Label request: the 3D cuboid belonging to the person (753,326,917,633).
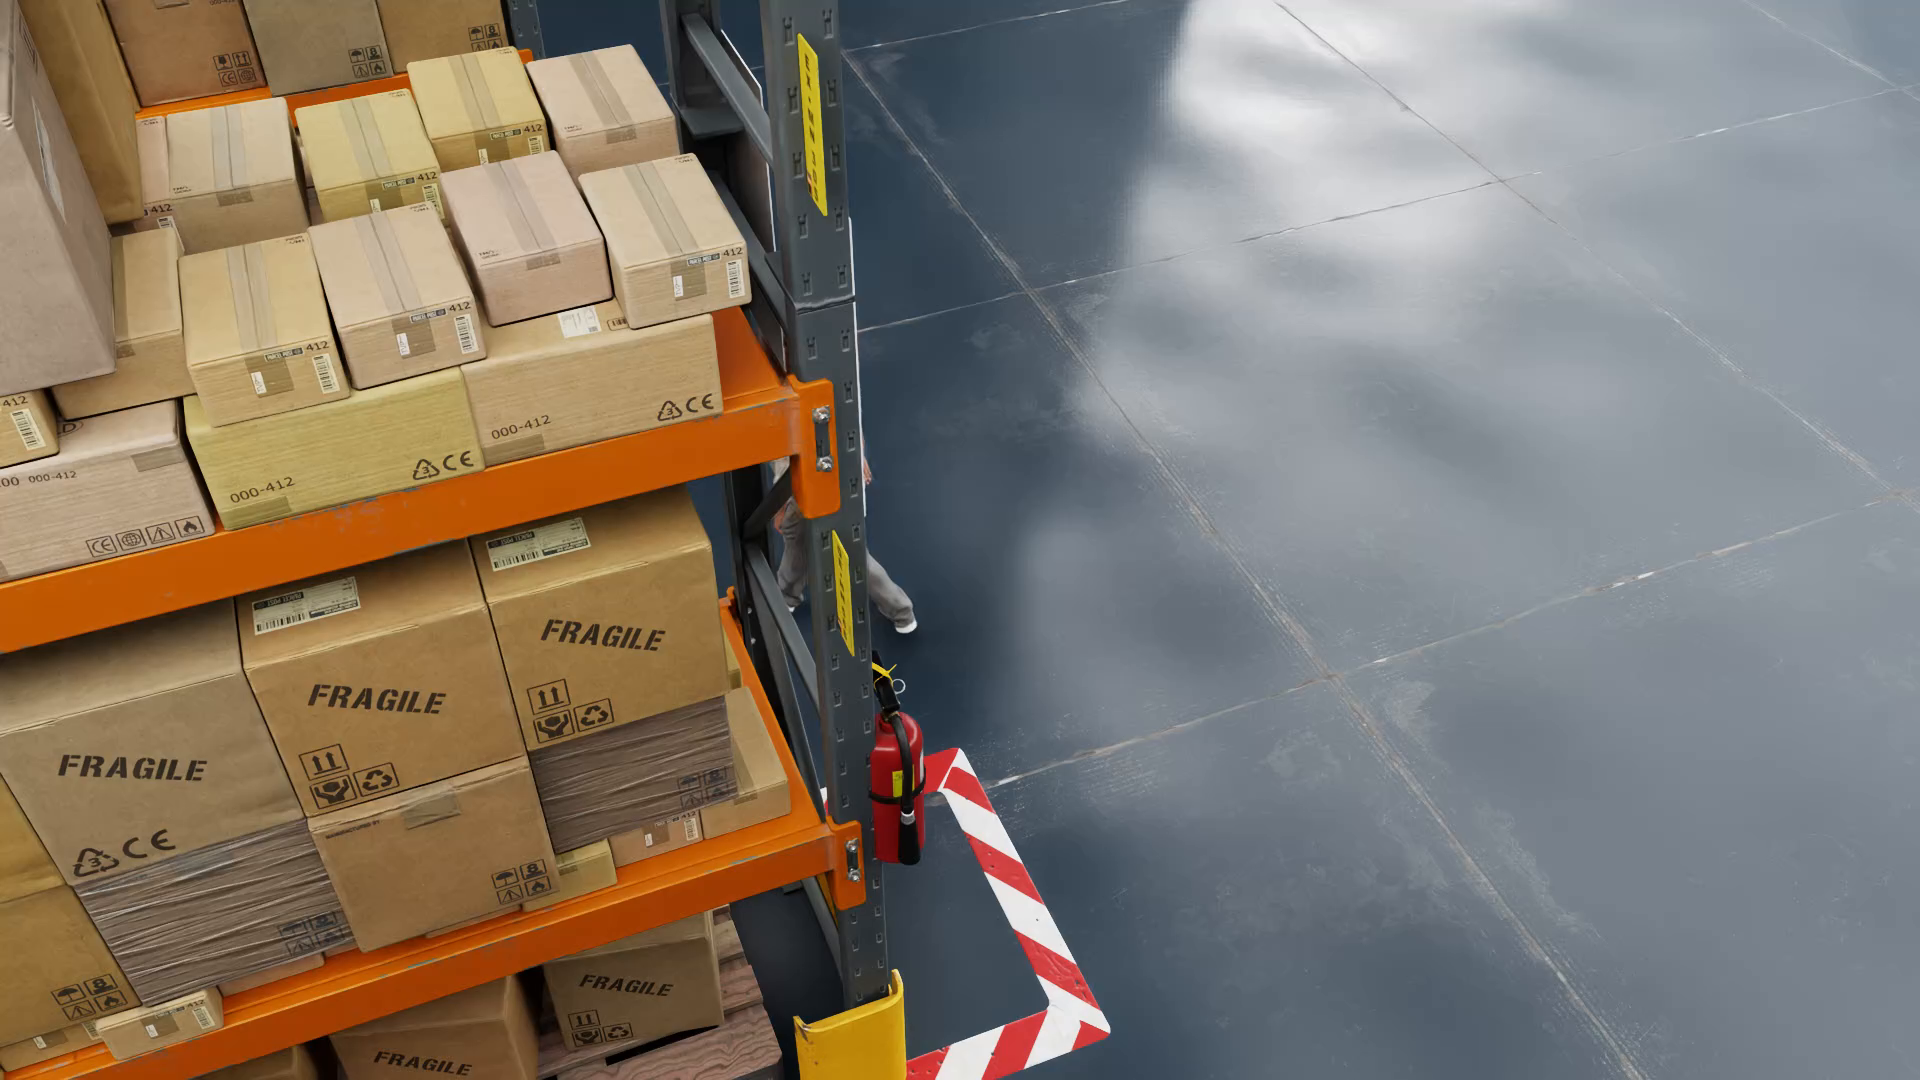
[{"bbox_3d":[-0.576,-0.218,6.416,0.800,1.540,0.491,12,44,12],"label":"person"}]
